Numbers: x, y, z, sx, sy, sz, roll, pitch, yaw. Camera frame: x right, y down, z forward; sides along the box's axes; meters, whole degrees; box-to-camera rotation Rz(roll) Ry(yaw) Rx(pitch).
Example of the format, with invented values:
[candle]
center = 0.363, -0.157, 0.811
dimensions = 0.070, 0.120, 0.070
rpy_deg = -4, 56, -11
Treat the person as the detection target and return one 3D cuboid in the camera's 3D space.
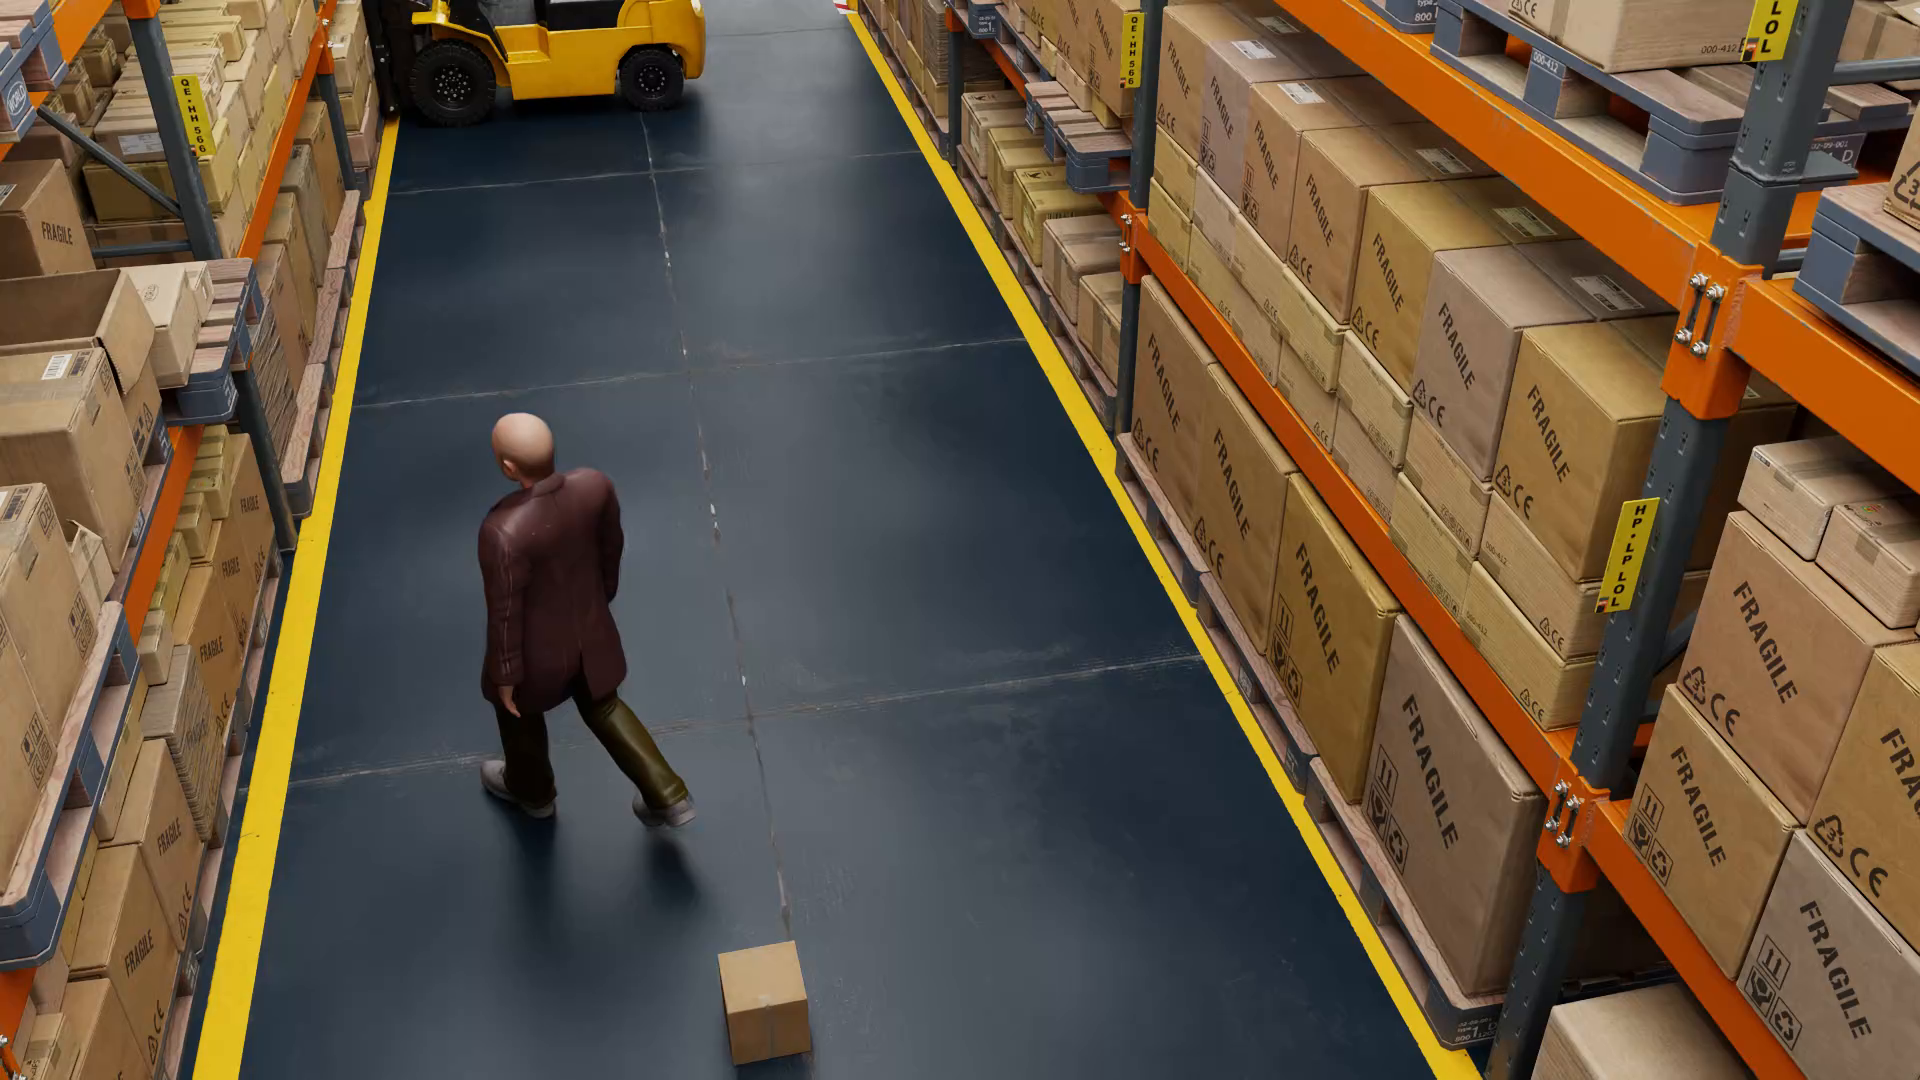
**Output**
[person]
center = -1.389, 0.316, 5.694
dimensions = 0.971, 1.748, 0.603
rpy_deg = 26, 42, 33
